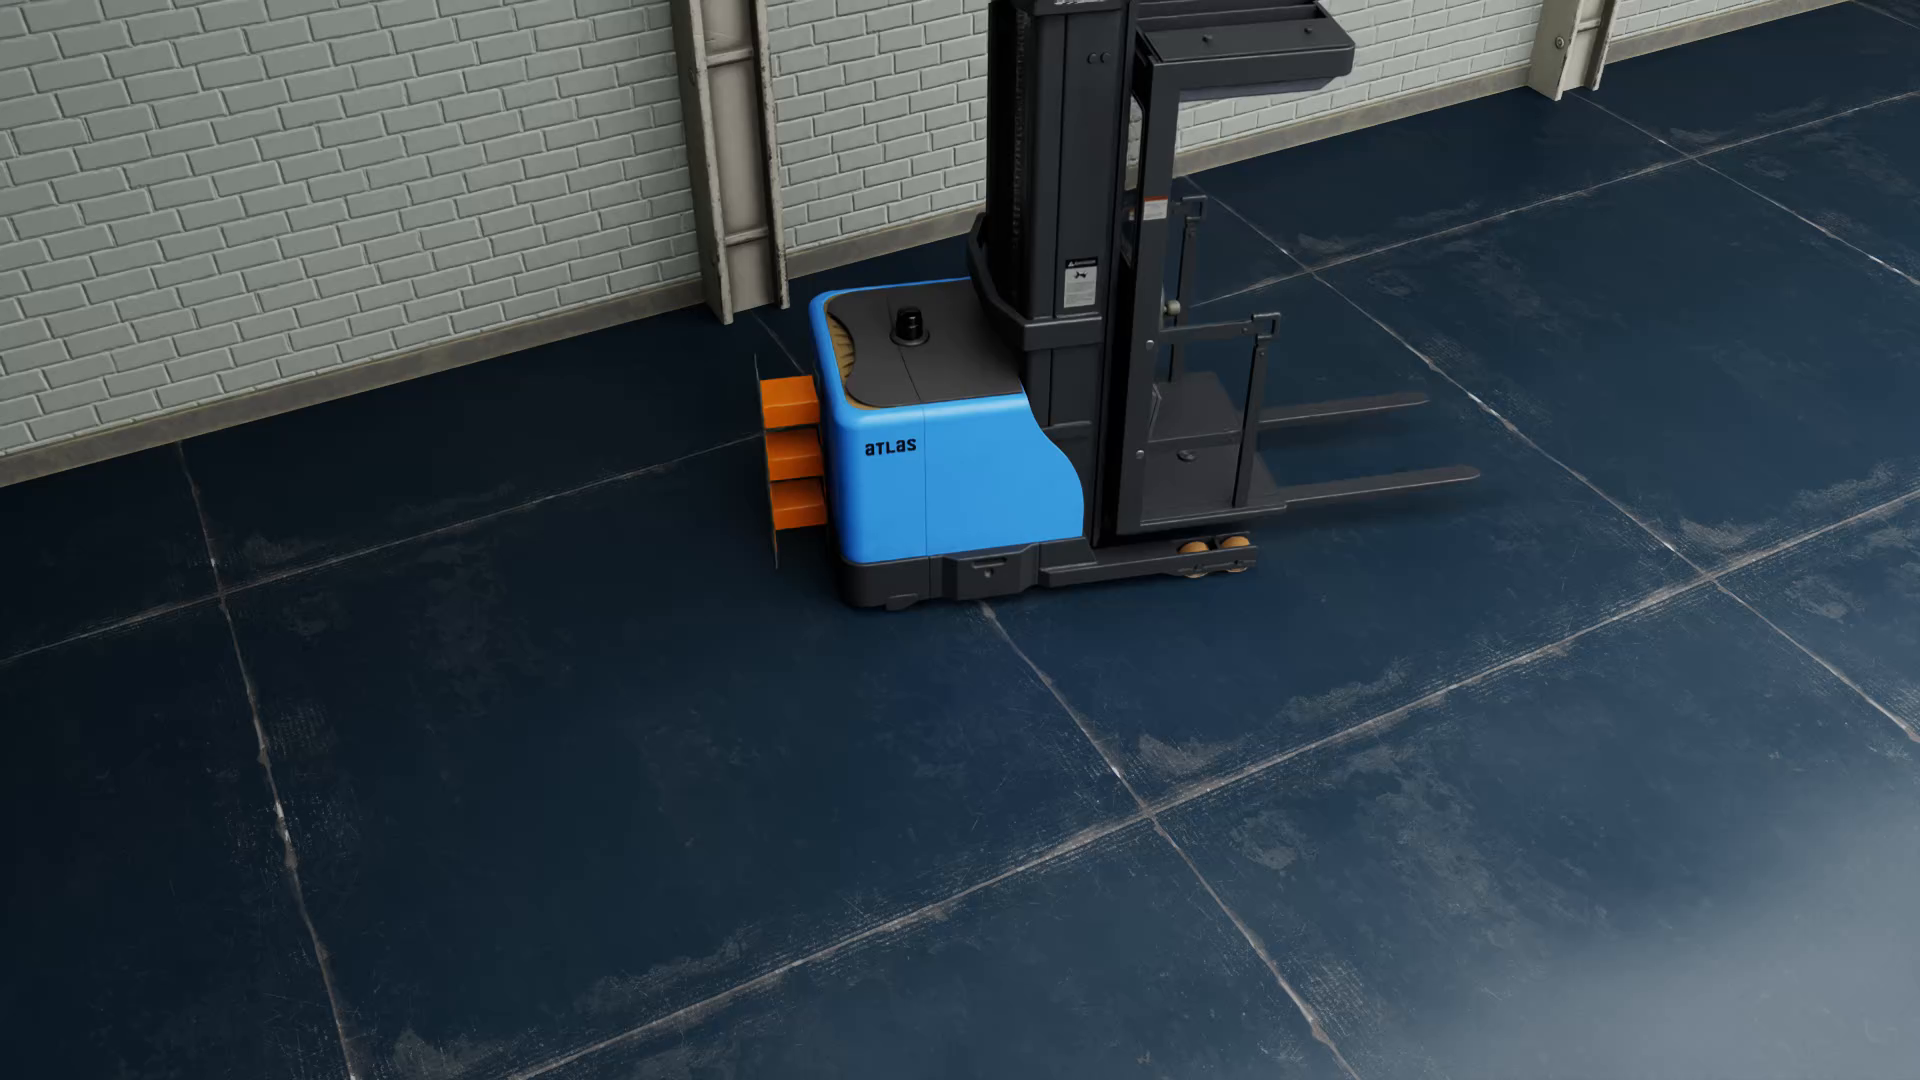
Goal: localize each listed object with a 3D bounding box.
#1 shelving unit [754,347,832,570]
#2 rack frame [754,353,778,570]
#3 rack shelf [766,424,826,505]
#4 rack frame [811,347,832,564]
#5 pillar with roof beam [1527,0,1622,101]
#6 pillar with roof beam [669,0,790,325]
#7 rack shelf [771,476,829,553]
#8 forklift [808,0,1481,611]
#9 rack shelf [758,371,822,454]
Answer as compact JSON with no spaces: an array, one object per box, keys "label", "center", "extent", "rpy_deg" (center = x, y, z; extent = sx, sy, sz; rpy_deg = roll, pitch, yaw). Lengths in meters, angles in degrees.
[{"label":"shelving unit","center":[-0.731,-0.341,7.329],"extent":[0.252,1.050,0.215],"rpy_deg":[-7,41,-8]},{"label":"rack frame","center":[-0.850,-0.326,7.312],"extent":[0.008,1.050,0.200],"rpy_deg":[-7,41,-8]},{"label":"rack shelf","center":[-0.731,-0.333,7.336],"extent":[0.240,0.259,0.215],"rpy_deg":[-7,41,-8]},{"label":"rack frame","center":[-0.611,-0.356,7.347],"extent":[0.008,1.050,0.200],"rpy_deg":[-7,41,-8]},{"label":"pillar with roof beam","center":[6.118,-4.087,5.602],"extent":[0.400,9.000,9.100],"rpy_deg":[-19,44,-21]},{"label":"pillar with roof beam","center":[0.796,-2.296,3.486],"extent":[0.400,9.000,9.100],"rpy_deg":[-19,44,-21]},{"label":"rack shelf","center":[-0.731,-0.121,7.516],"extent":[0.240,0.259,0.215],"rpy_deg":[-7,41,-8]},{"label":"forklift","center":[0.883,-1.276,6.978],"extent":[3.031,2.935,1.130],"rpy_deg":[-7,41,-8]},{"label":"rack shelf","center":[-0.731,-0.550,7.153],"extent":[0.240,0.259,0.215],"rpy_deg":[-7,41,-8]}]
